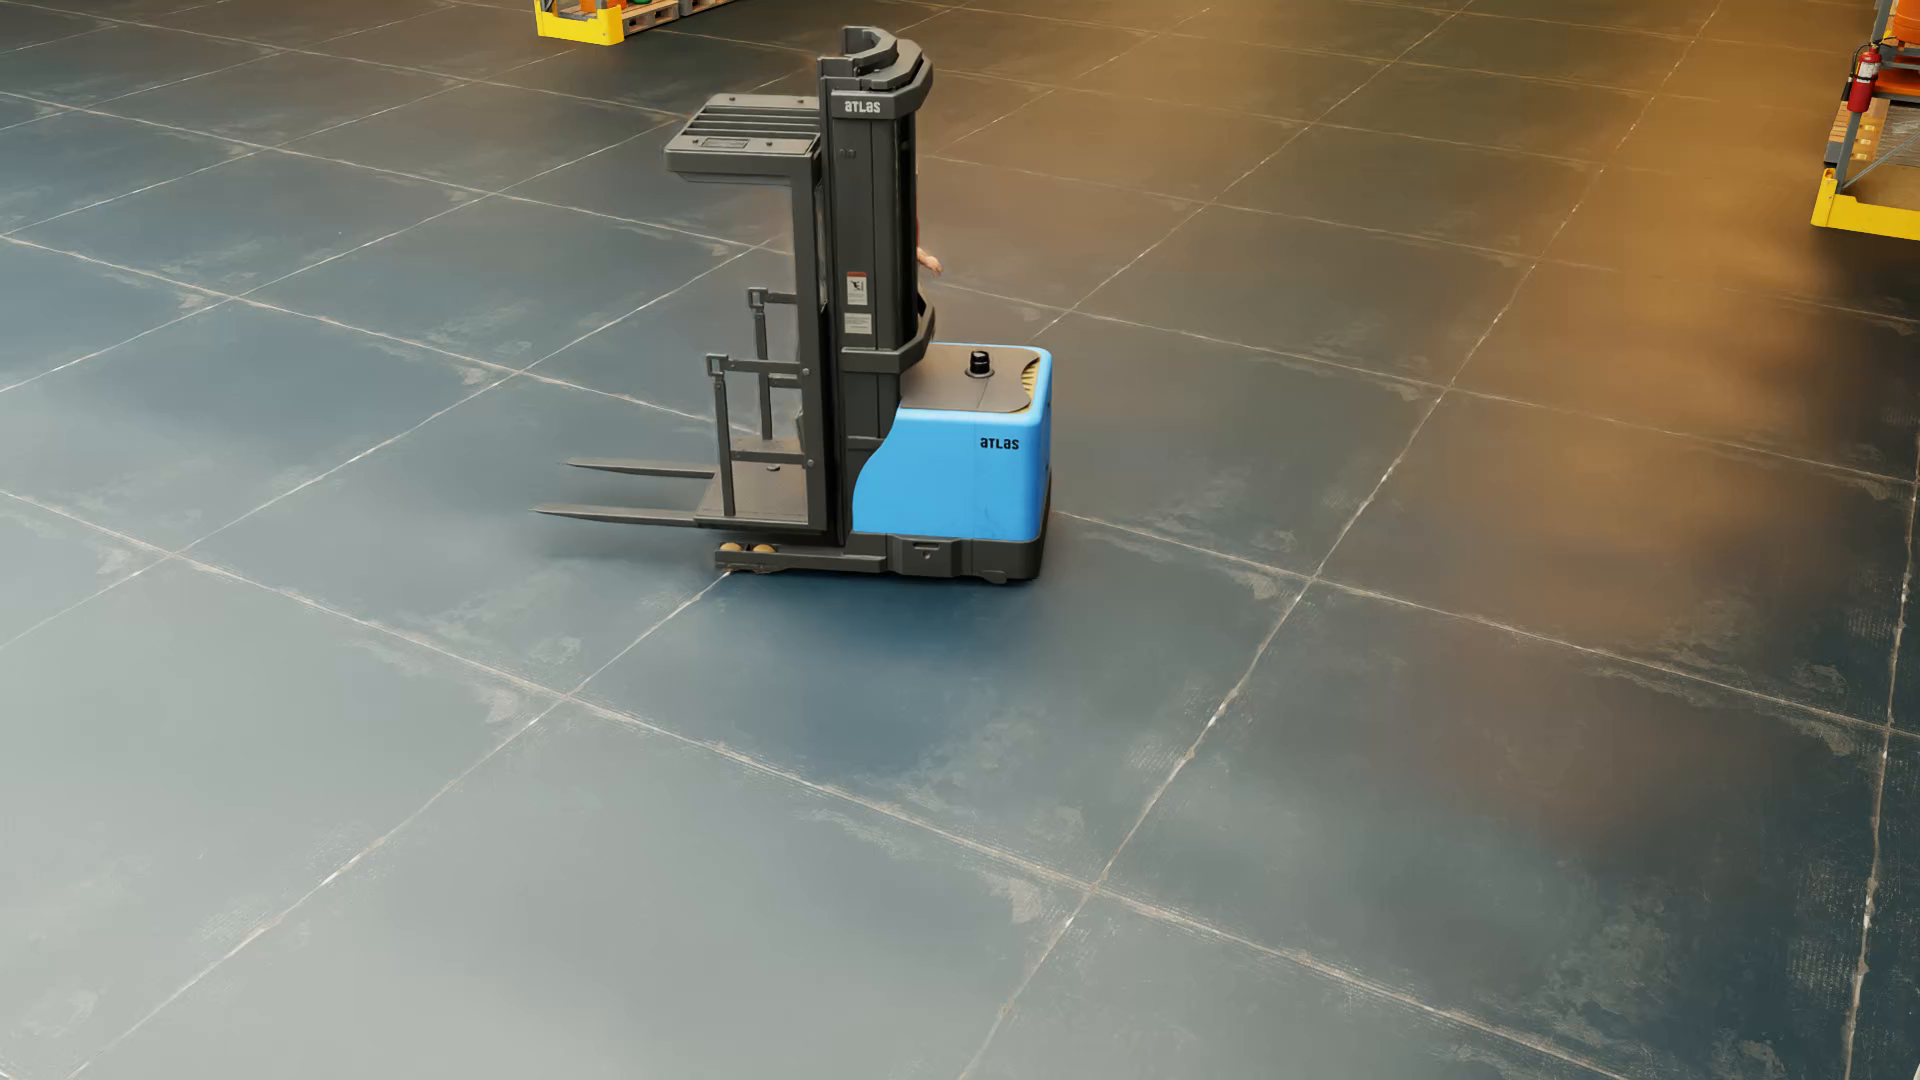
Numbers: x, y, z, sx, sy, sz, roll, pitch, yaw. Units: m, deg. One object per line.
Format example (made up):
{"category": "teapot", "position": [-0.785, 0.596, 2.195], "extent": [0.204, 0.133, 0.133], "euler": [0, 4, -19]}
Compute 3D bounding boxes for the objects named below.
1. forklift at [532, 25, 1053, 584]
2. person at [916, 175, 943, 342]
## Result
{"category": "forklift", "position": [-0.996, -1.329, 9.374], "extent": [3.031, 2.935, 1.130], "euler": [3, 30, 6]}
{"category": "person", "position": [-0.399, -1.863, 11.579], "extent": [0.518, 1.681, 0.763], "euler": [-8, 31, -13]}
